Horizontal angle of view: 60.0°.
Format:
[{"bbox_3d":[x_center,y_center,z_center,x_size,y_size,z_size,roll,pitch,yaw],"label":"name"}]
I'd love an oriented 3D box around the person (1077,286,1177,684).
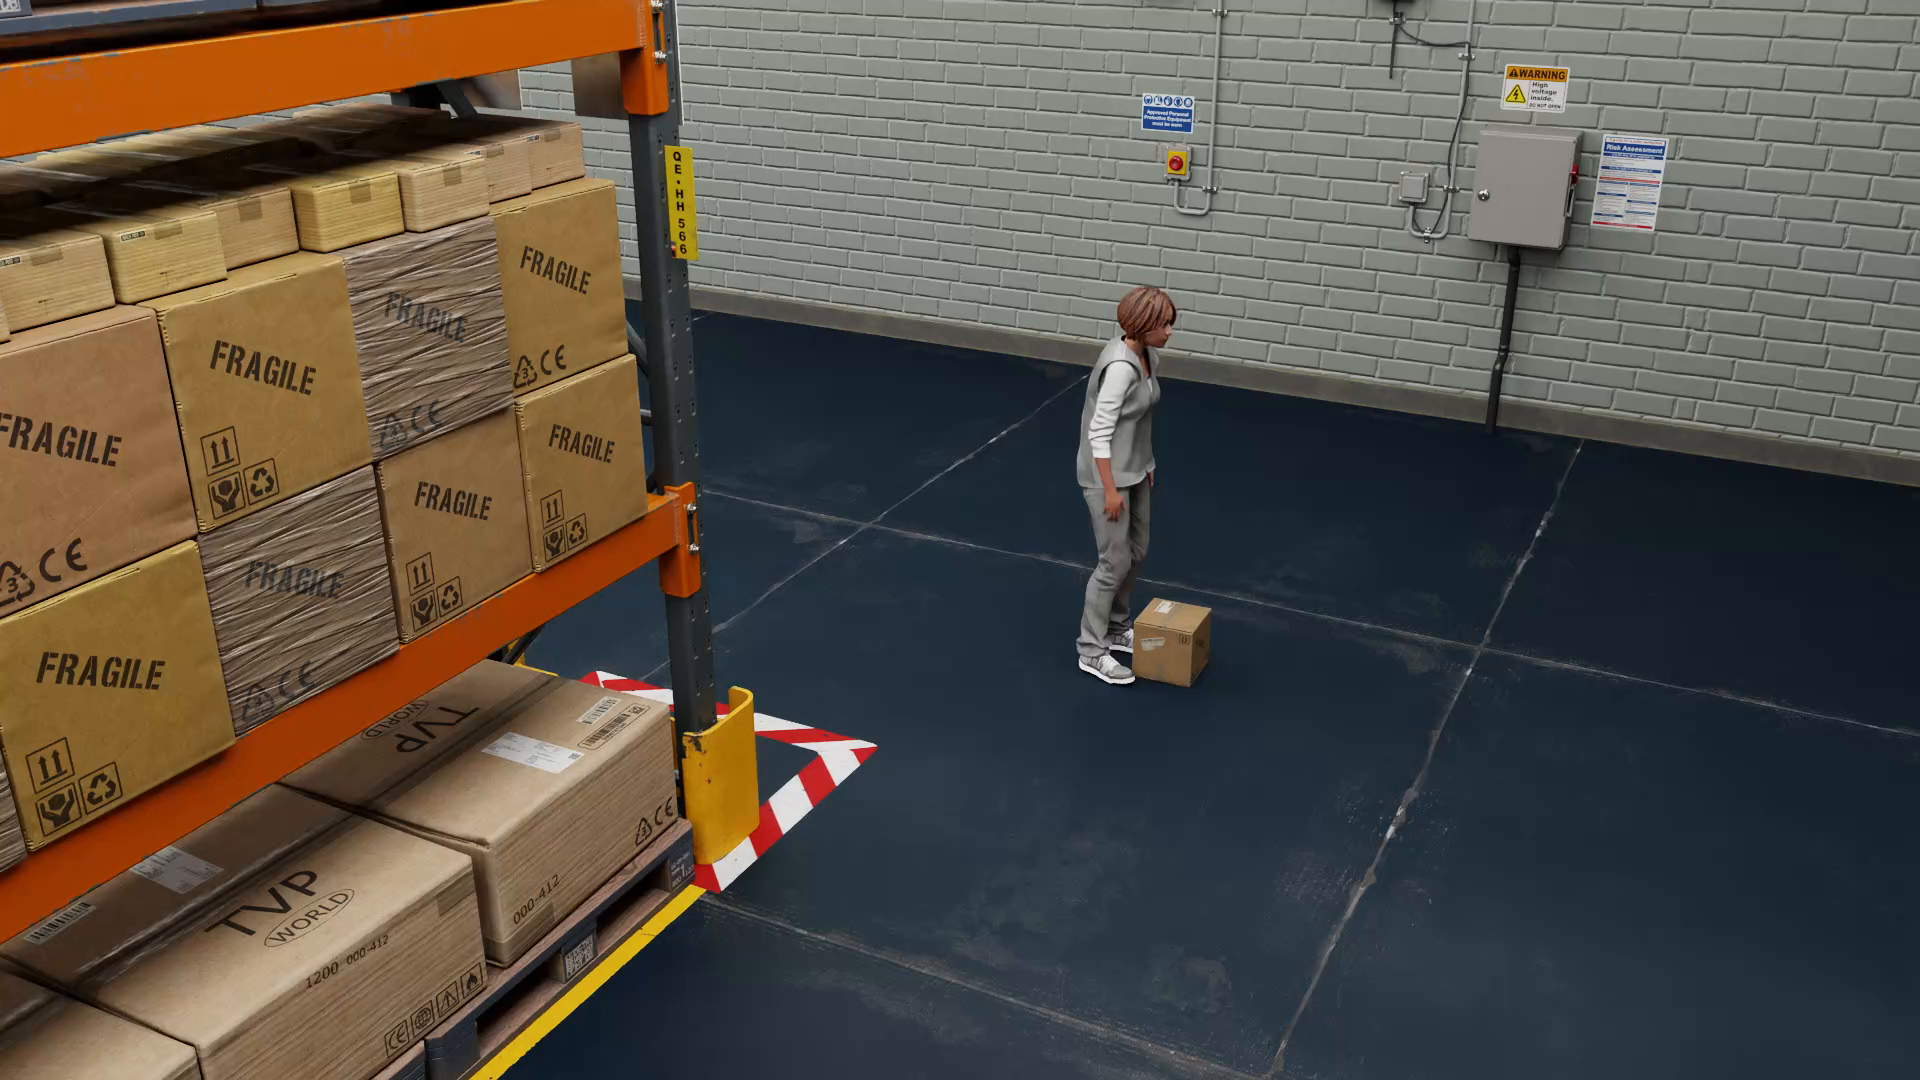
[{"bbox_3d":[0.653,-0.237,6.667,0.350,1.593,0.473,11,25,24],"label":"person"}]
